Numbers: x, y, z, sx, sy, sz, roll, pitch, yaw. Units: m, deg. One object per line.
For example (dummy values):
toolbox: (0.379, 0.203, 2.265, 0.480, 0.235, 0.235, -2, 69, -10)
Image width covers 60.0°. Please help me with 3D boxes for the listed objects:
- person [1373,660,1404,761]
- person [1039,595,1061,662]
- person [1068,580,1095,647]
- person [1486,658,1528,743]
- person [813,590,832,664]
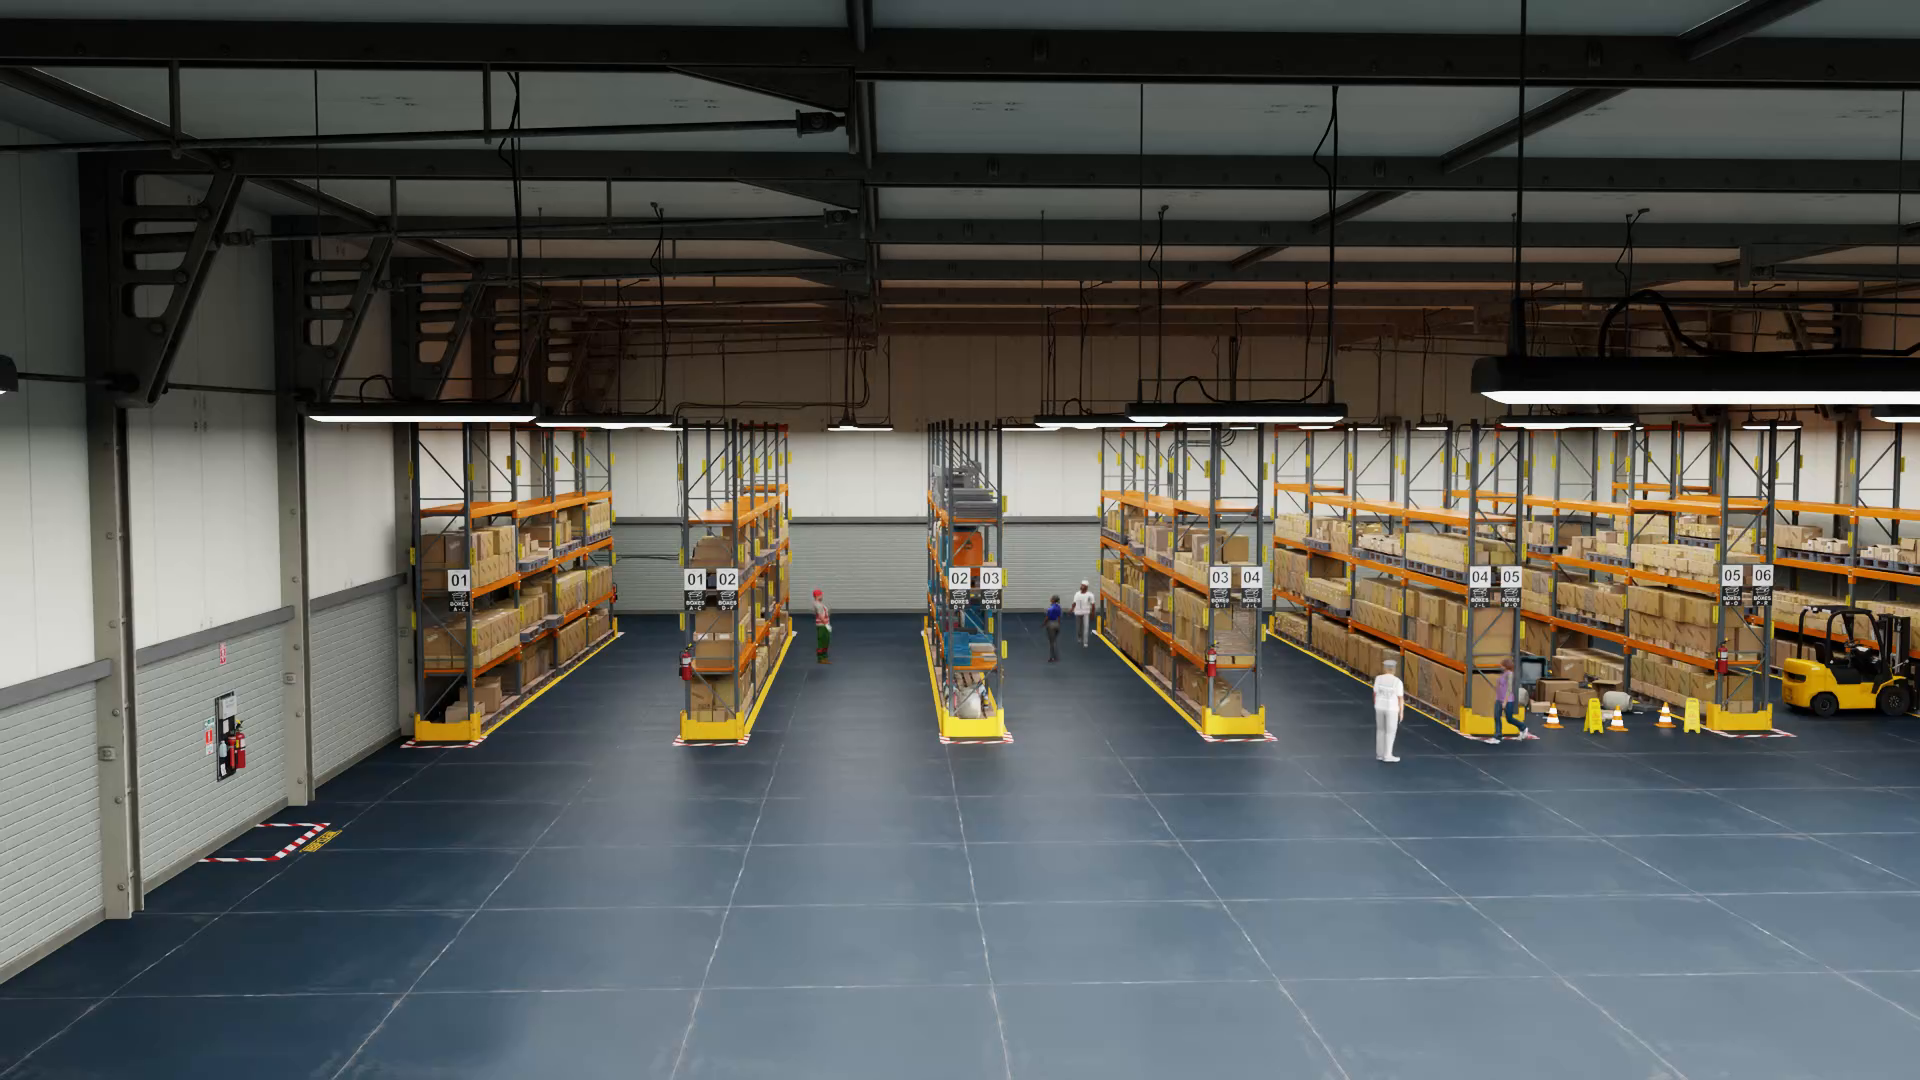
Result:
person: (7.472, 2.980, 28.998, 0.555, 1.767, 0.403, 3, 5, 42)
person: (2.225, 2.183, 40.536, 0.493, 1.698, 0.580, -3, 5, -43)
person: (3.181, 1.925, 43.451, 0.701, 1.724, 0.982, 0, 4, 3)
person: (10.092, 2.961, 30.669, 0.783, 1.572, 0.392, -2, 4, -24)
person: (-3.303, 2.110, 40.220, 0.591, 1.830, 0.591, 1, 4, 16)
